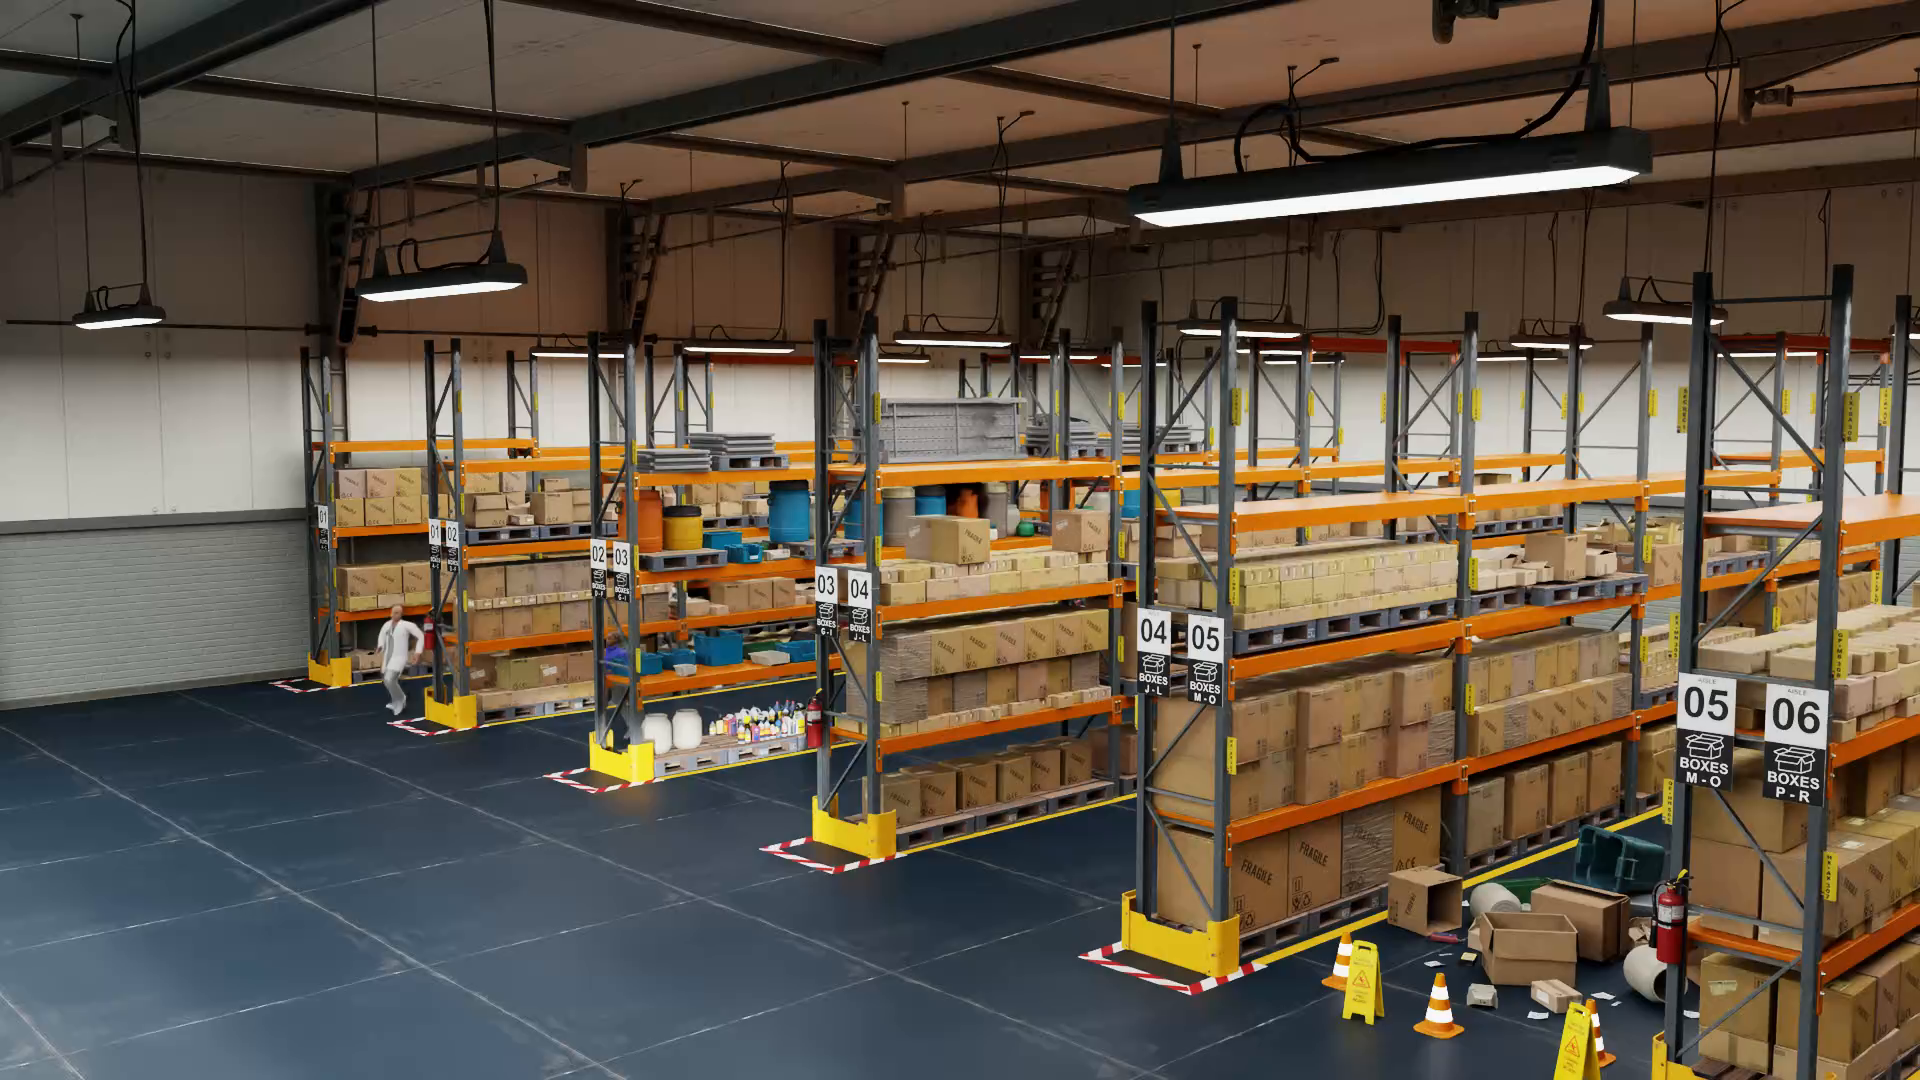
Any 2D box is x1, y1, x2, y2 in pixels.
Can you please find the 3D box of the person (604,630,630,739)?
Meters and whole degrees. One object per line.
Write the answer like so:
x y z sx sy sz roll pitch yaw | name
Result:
-5.107 2.175 24.531 0.556 1.707 0.779 3 6 30 | person

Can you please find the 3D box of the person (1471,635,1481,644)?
7.110 2.233 23.050 0.661 1.846 0.835 4 6 38 | person

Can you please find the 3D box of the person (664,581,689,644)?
-5.510 1.522 31.816 0.594 1.745 0.712 4 7 40 | person

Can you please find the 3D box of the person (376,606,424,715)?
-9.076 1.943 26.853 0.774 1.777 0.702 2 6 24 | person
